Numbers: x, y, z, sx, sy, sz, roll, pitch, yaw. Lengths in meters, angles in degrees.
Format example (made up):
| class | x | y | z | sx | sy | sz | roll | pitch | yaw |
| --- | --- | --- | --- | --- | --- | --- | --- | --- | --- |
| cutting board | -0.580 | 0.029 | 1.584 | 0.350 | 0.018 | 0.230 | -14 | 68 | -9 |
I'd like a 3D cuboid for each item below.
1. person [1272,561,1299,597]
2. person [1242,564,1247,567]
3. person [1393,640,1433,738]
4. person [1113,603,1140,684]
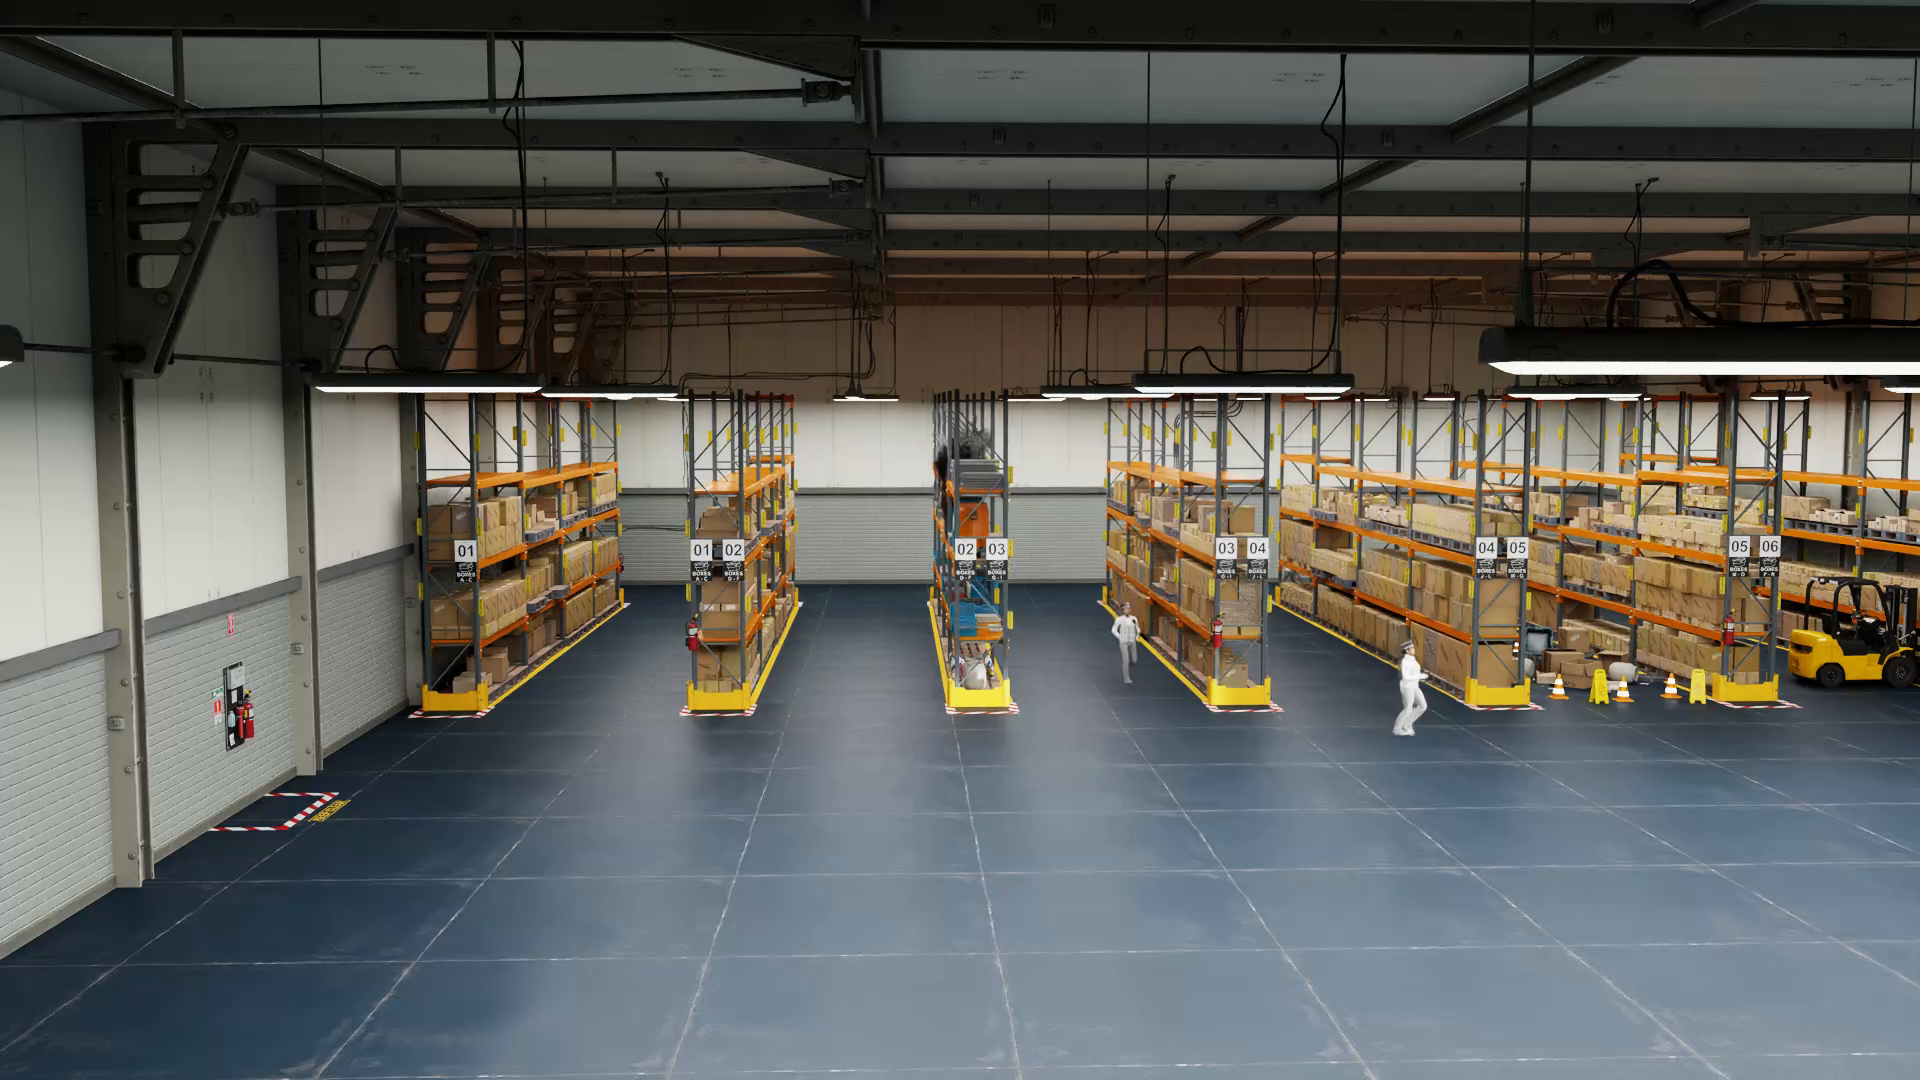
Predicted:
| class | x | y | z | sx | sy | sz | roll | pitch | yaw |
| --- | --- | --- | --- | --- | --- | --- | --- | --- | --- |
| person | 9.694 | 0.863 | 49.115 | 0.926 | 1.750 | 0.765 | 1 | 5 | 12 |
| person | 8.127 | 0.887 | 48.257 | 0.994 | 1.767 | 0.764 | -3 | 6 | -34 |
| person | 7.800 | 2.559 | 28.554 | 0.666 | 1.713 | 0.596 | 3 | 6 | 32 |
| person | 3.423 | 2.098 | 33.917 | 0.612 | 1.643 | 0.571 | -1 | 5 | -13 |
